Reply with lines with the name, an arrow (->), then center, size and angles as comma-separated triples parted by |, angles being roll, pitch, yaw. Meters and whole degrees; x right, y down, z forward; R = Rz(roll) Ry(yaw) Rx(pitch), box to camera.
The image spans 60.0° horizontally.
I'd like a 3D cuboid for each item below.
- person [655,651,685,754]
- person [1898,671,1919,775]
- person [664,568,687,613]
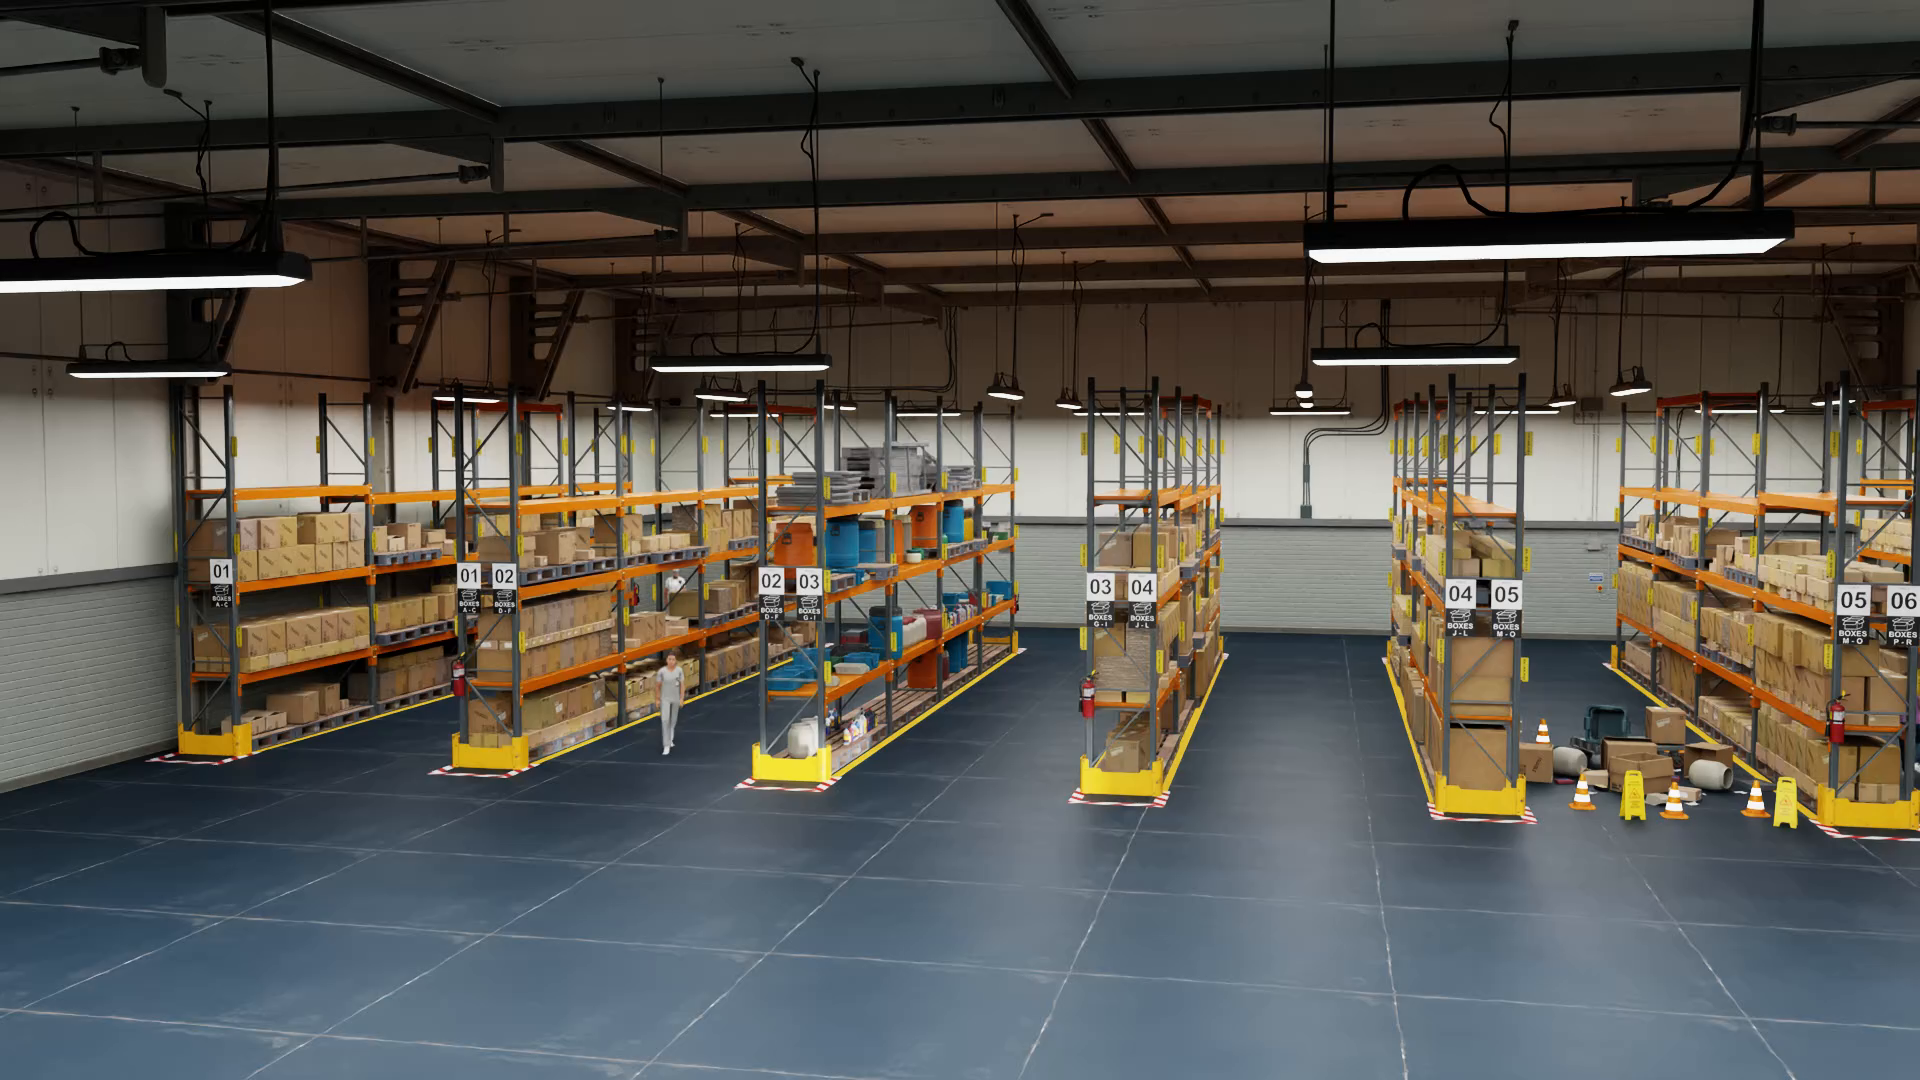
person -> -4.756, 2.632, 27.312 | 0.486, 1.624, 0.928 | -2, 4, -27
person -> 14.419, 2.794, 25.246 | 0.459, 1.595, 0.460 | 1, 3, 23
person -> -7.696, 1.599, 45.062 | 0.619, 1.740, 1.007 | -1, 3, -12
